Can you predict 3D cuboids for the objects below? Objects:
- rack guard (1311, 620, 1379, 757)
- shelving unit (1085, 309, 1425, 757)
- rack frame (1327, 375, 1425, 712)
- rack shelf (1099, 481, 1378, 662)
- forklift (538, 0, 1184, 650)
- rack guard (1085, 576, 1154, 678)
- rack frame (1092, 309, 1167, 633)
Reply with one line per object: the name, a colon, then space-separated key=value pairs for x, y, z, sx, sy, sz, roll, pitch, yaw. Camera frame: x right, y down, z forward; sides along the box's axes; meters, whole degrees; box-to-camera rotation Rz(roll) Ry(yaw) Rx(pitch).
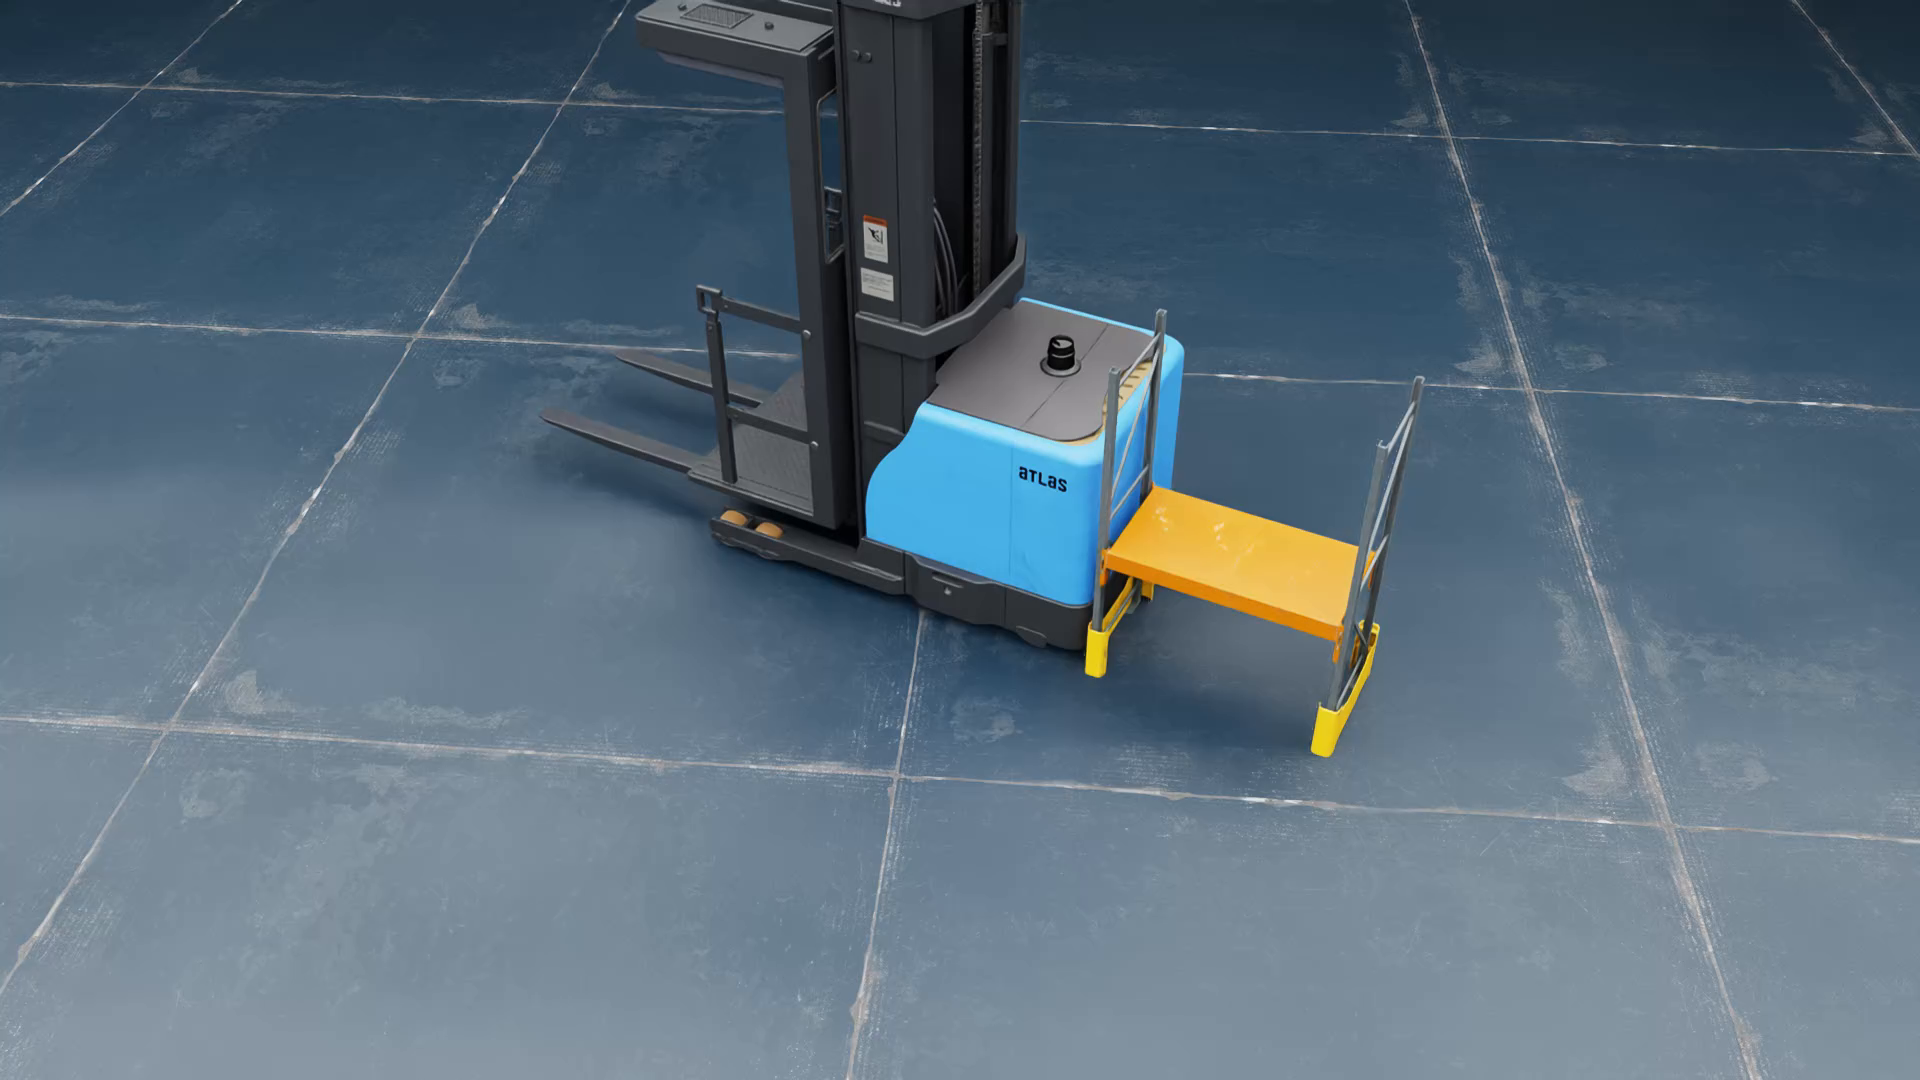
rack guard: x=1.579 y=0.604 z=6.809 sx=0.087 sy=0.250 sz=0.587 roll=18 pitch=43 yaw=21
shelving unit: x=1.137 y=-0.025 z=6.593 sx=1.083 sy=1.500 sz=0.587 roll=18 pitch=43 yaw=21
rack frame: x=1.580 y=0.120 z=6.414 sx=0.032 sy=1.500 sz=0.500 roll=18 pitch=43 yaw=21
rack shelf: x=1.129 y=0.112 z=6.710 sx=1.000 sy=0.185 sz=0.538 roll=18 pitch=43 yaw=21
forklift: x=-0.574 y=-1.325 z=7.056 sx=3.031 sy=2.935 sz=1.130 roll=18 pitch=43 yaw=21
rack guard: x=0.695 y=0.315 z=7.166 sx=0.087 sy=0.250 sz=0.587 roll=18 pitch=43 yaw=21
rack frame: x=0.678 y=-0.176 z=6.778 sx=0.032 sy=1.500 sz=0.500 roll=18 pitch=43 yaw=21
